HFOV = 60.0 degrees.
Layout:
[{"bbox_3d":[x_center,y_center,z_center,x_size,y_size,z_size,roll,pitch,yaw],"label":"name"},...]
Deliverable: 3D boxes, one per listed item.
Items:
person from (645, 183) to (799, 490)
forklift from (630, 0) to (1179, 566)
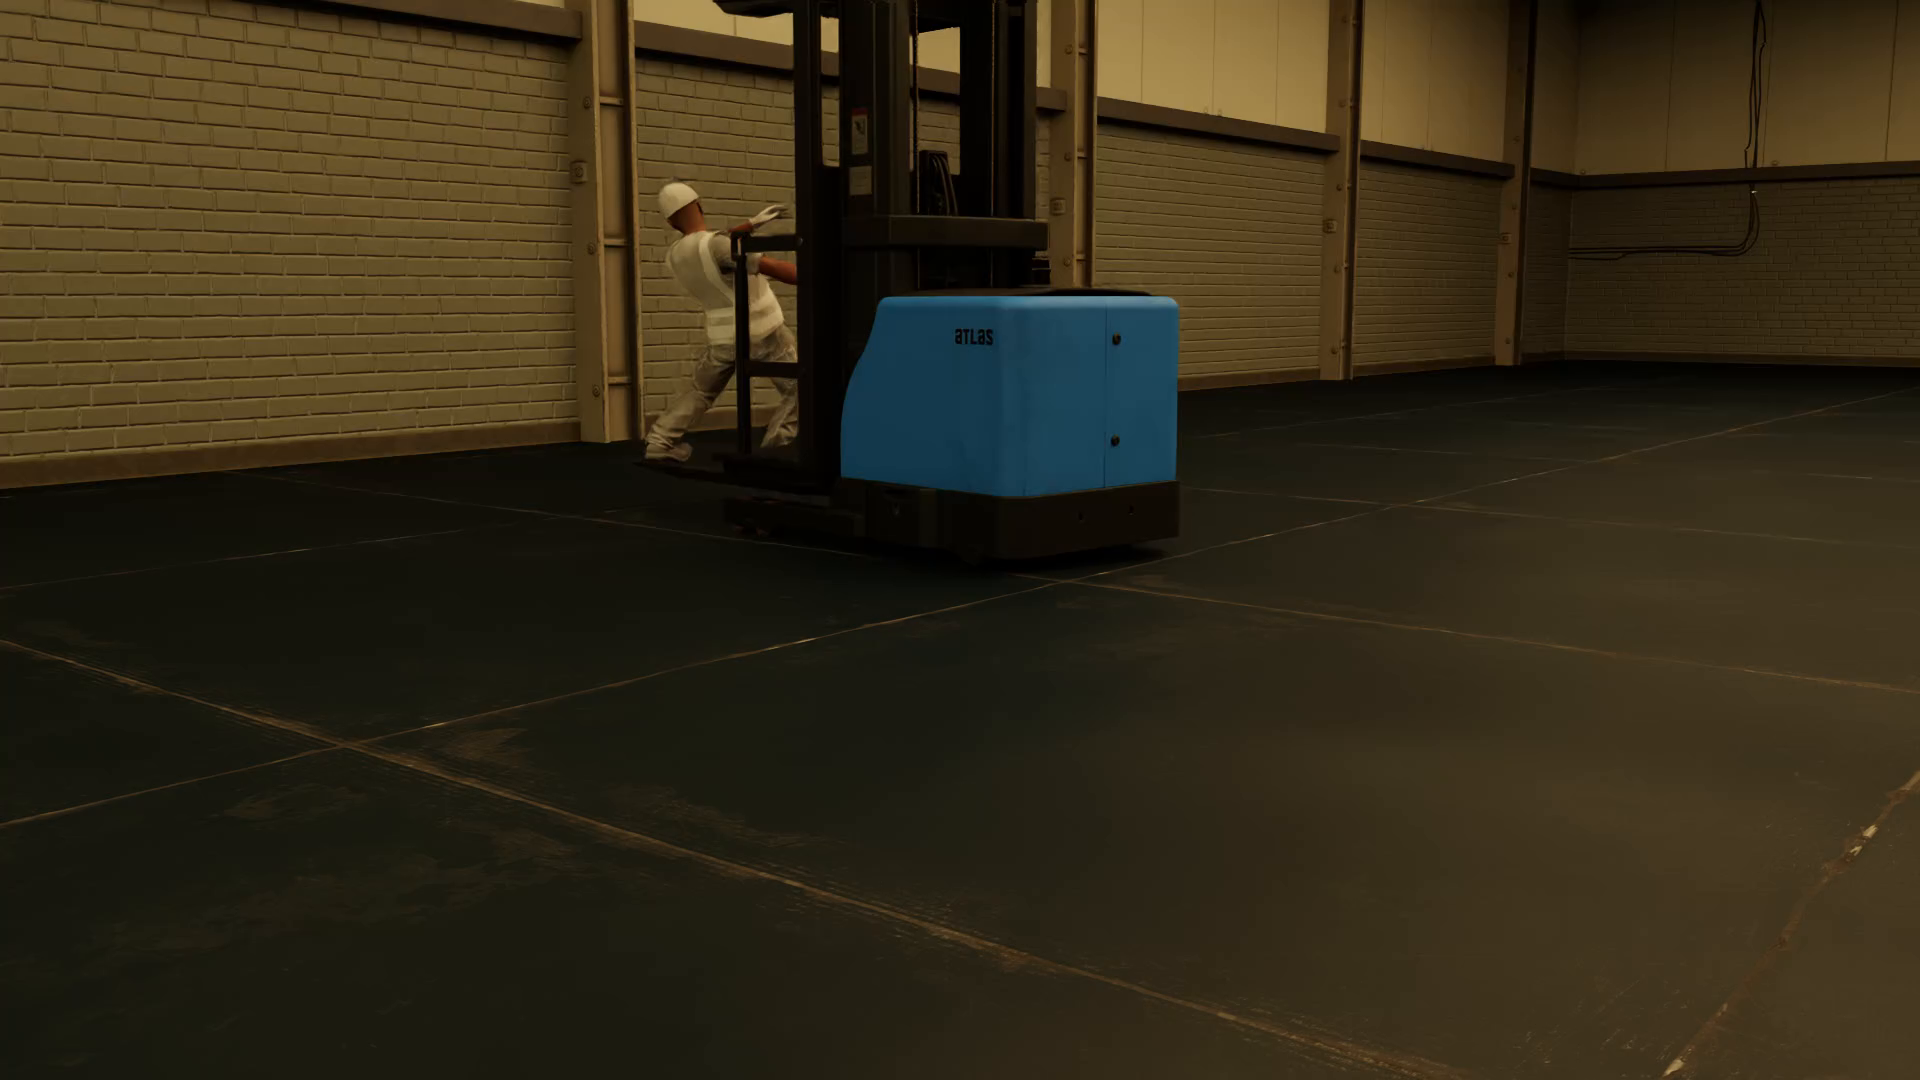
[{"bbox_3d":[-1.041,-1.047,8.608,1.035,1.557,0.779,5,10,29],"label":"person"},{"bbox_3d":[-0.444,-1.510,7.600,1.130,2.935,3.031,-8,11,-42],"label":"forklift"}]
